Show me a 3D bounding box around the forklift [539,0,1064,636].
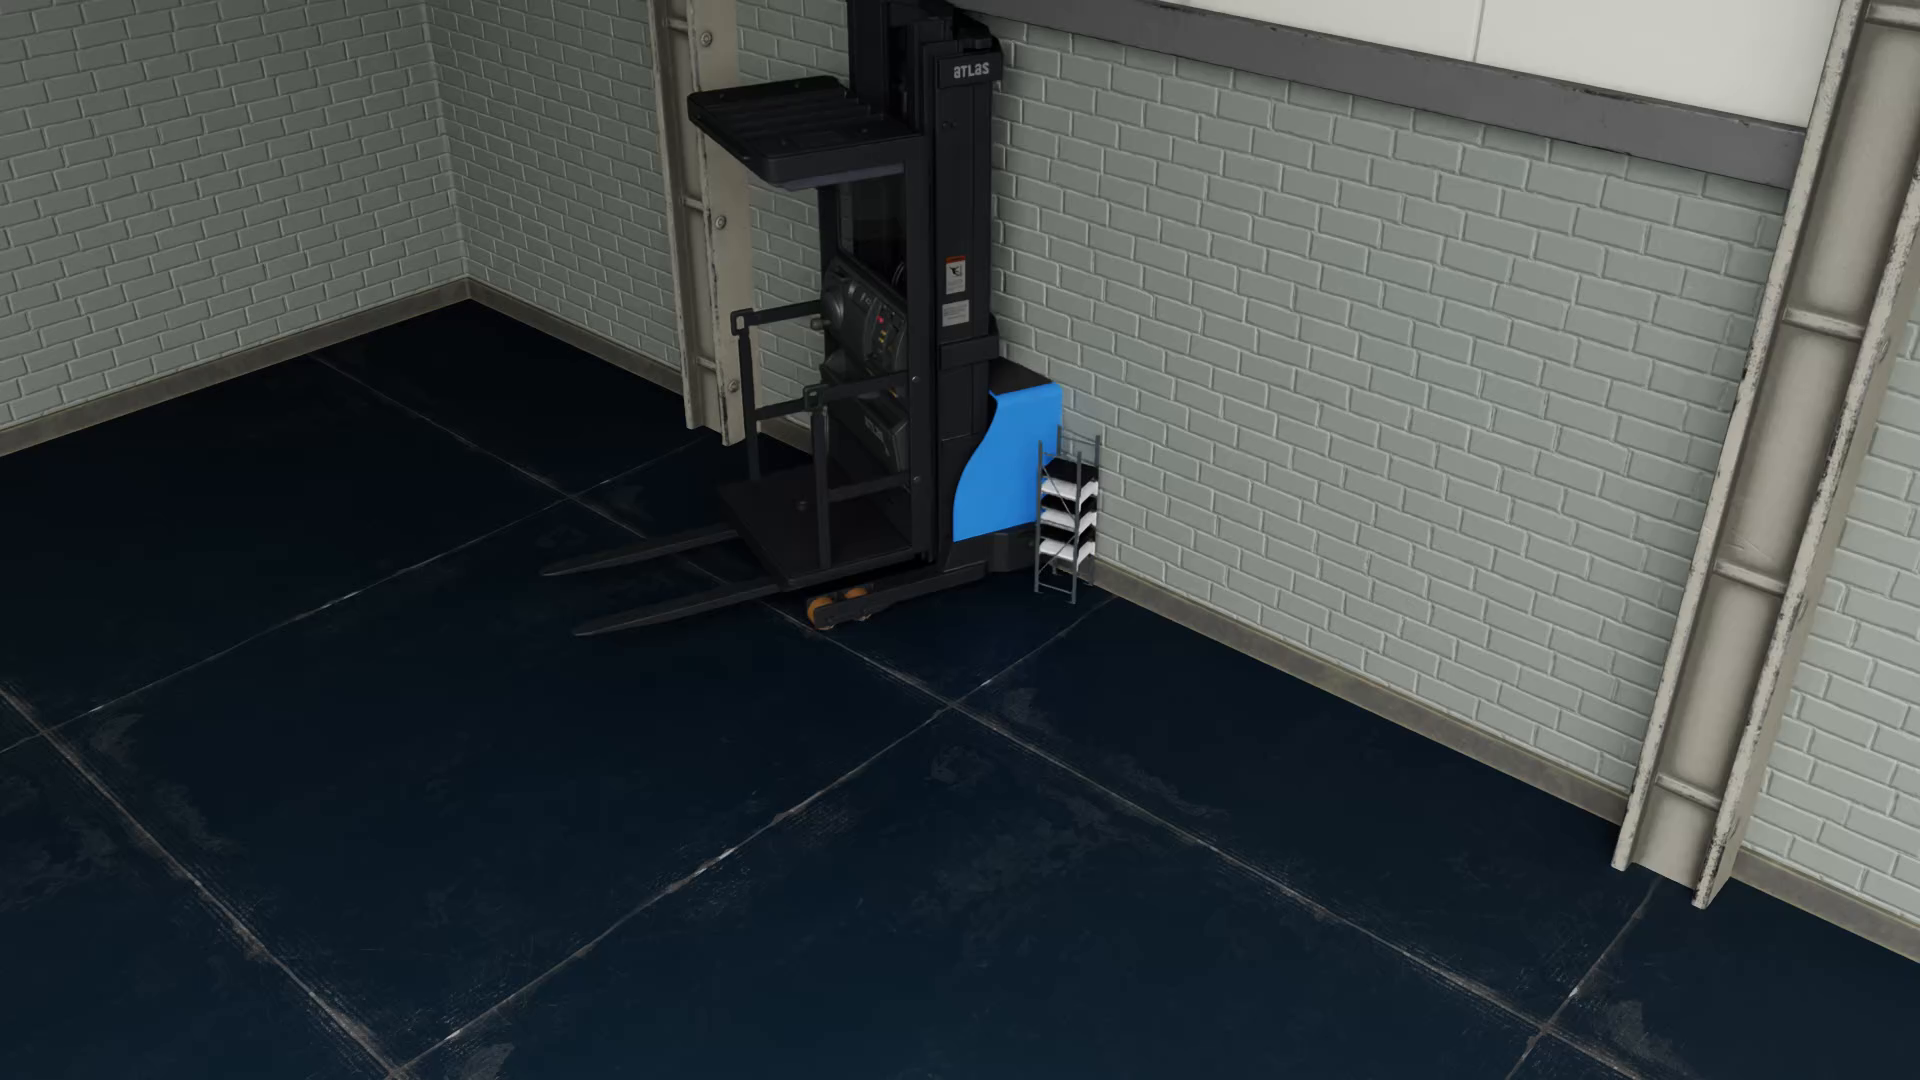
[{"bbox_3d":[-0.665,-1.108,8.248,3.031,2.935,1.130,-15,34,-23],"label":"forklift"}]

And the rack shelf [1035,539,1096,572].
[{"bbox_3d":[0.550,0.058,8.695,0.258,0.077,0.200,17,35,26],"label":"rack shelf"}]

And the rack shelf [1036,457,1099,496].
[{"bbox_3d":[0.550,-0.328,8.463,0.258,0.077,0.200,17,35,26],"label":"rack shelf"}]

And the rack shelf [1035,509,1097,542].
[{"bbox_3d":[0.550,-0.097,8.603,0.258,0.077,0.200,17,35,26],"label":"rack shelf"}]

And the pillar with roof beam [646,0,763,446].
[{"bbox_3d":[-4.358,-2.910,5.358,0.400,9.000,9.100,25,39,35],"label":"pillar with roof beam"}]

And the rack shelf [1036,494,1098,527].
[{"bbox_3d":[0.550,-0.174,8.556,0.258,0.077,0.200,17,35,26],"label":"rack shelf"}]

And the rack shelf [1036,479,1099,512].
[{"bbox_3d":[0.550,-0.251,8.510,0.258,0.077,0.200,17,35,26],"label":"rack shelf"}]

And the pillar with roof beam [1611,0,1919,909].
[{"bbox_3d":[0.090,-0.833,1.909,0.400,9.000,9.100,25,39,35],"label":"pillar with roof beam"}]

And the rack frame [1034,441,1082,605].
[{"bbox_3d":[0.499,-0.080,8.510,0.240,0.900,0.006,17,35,26],"label":"rack frame"}]

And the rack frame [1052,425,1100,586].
[{"bbox_3d":[0.601,-0.170,8.661,0.240,0.900,0.006,17,35,26],"label":"rack frame"}]

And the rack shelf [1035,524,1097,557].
[{"bbox_3d":[0.550,-0.019,8.649,0.258,0.077,0.200,17,35,26],"label":"rack shelf"}]

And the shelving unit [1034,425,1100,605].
[{"bbox_3d":[0.550,-0.125,8.585,0.258,0.900,0.210,17,35,26],"label":"shelving unit"}]
